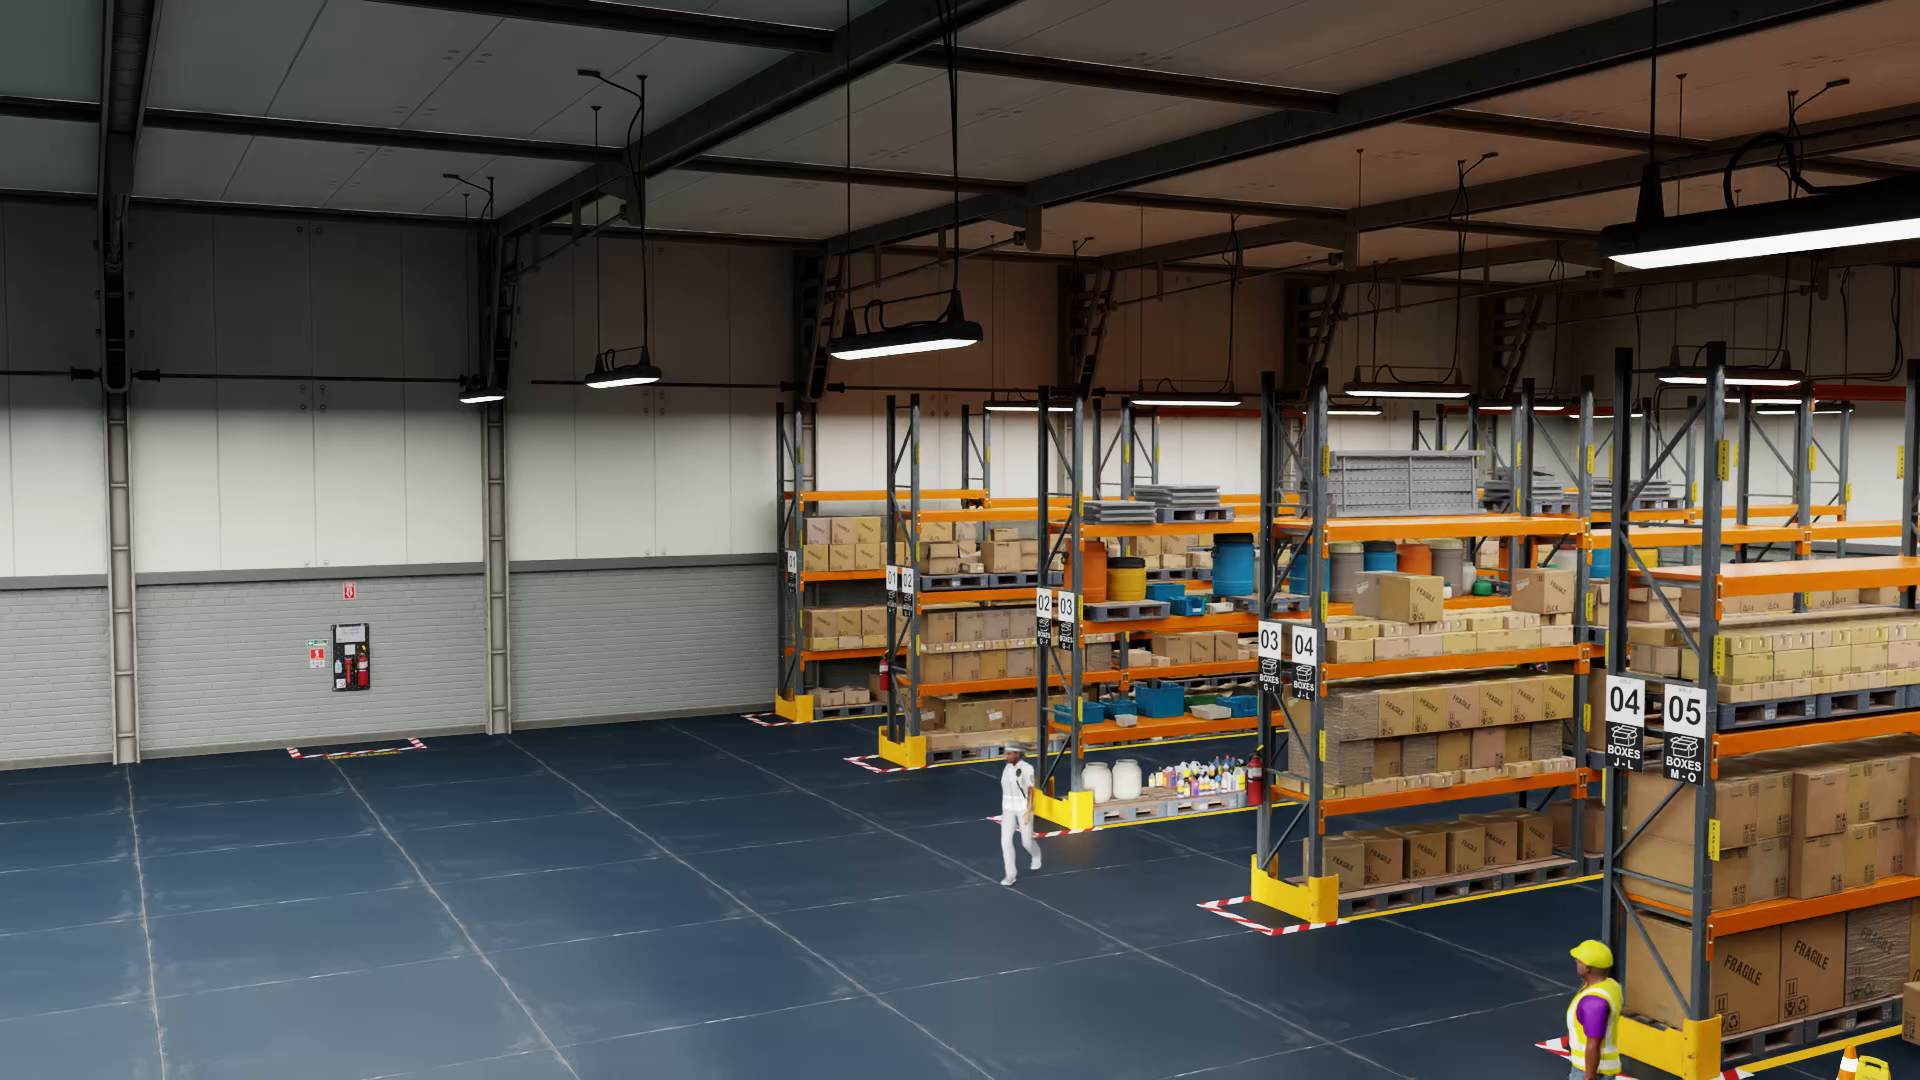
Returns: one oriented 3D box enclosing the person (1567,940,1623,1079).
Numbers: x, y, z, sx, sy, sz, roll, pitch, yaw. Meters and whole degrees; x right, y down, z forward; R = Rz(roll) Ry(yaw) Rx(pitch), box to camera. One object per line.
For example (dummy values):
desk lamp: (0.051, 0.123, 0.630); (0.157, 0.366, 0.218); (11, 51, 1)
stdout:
person: (4.415, 3.622, 11.427); (0.617, 1.754, 0.554); (1, 3, 18)

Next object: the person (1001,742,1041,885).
person: (0.692, 3.218, 19.792); (0.460, 1.632, 0.820); (2, 4, 30)
